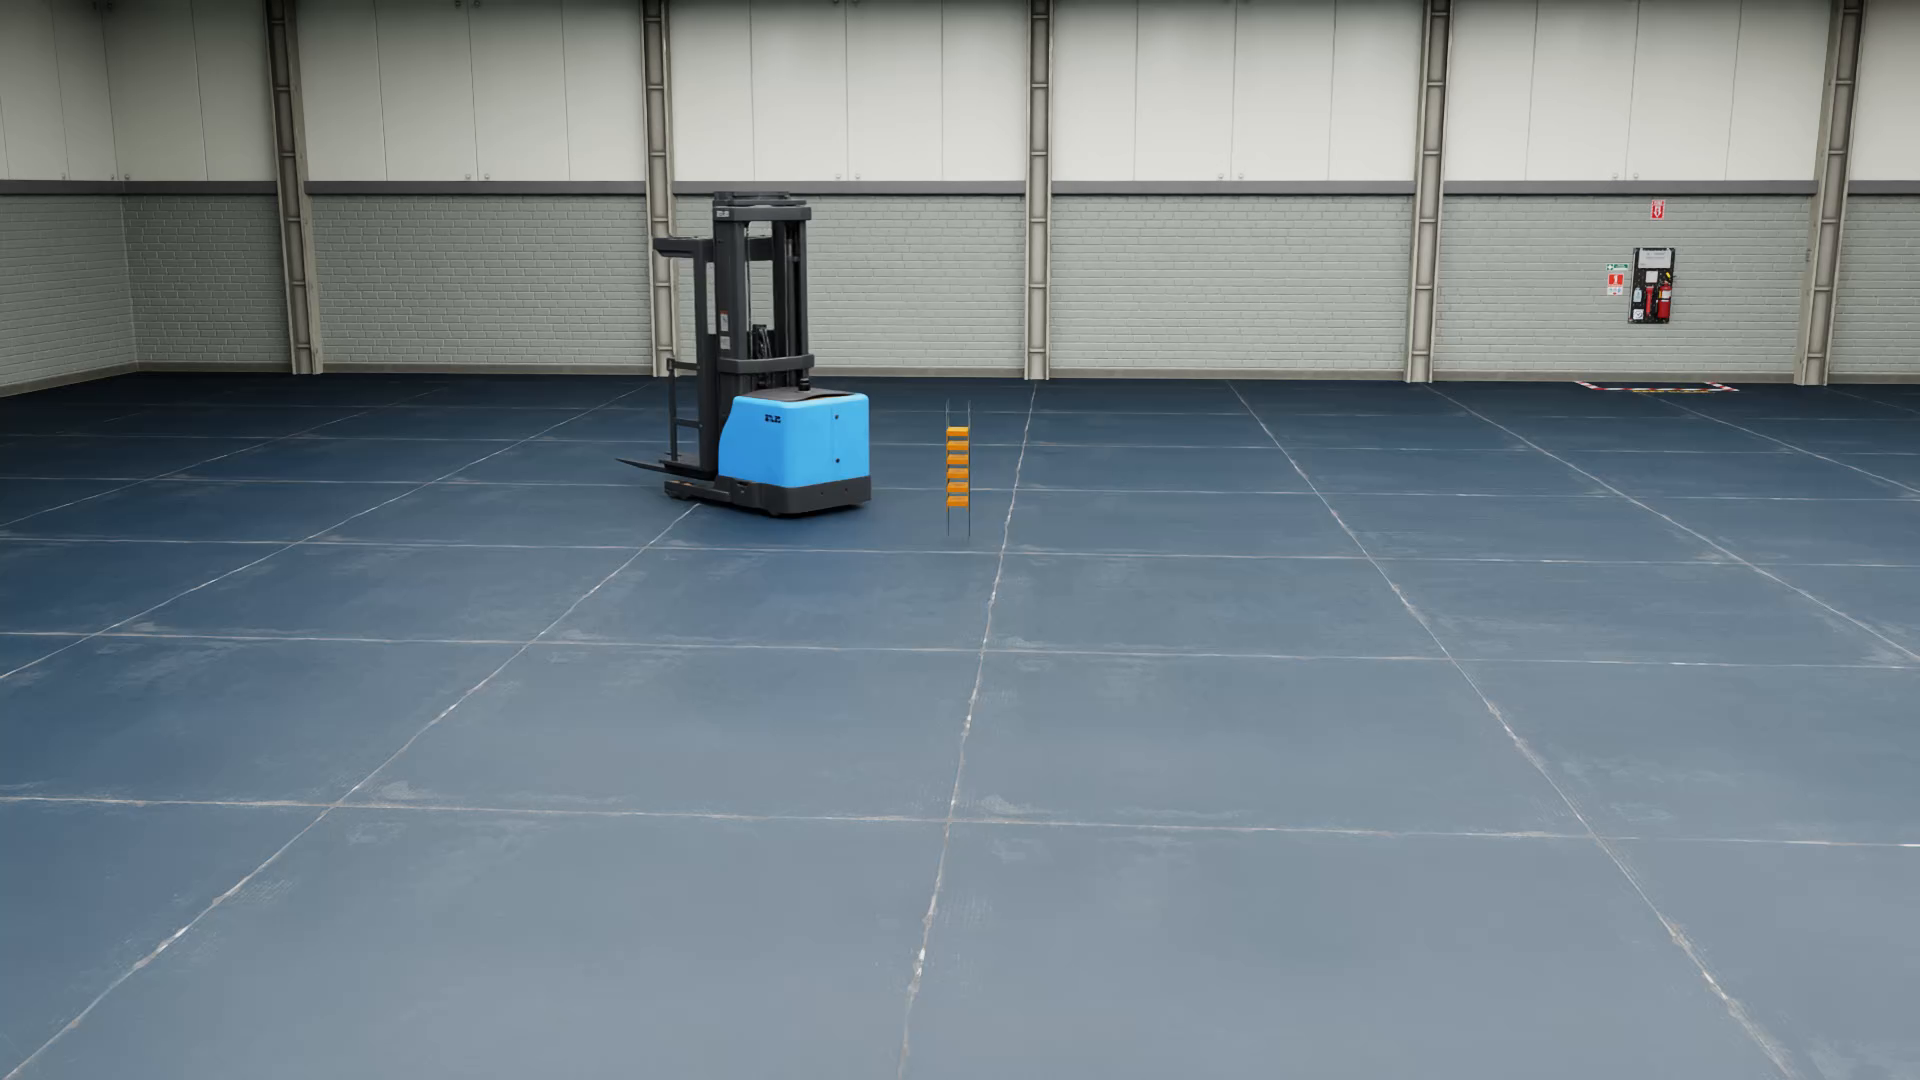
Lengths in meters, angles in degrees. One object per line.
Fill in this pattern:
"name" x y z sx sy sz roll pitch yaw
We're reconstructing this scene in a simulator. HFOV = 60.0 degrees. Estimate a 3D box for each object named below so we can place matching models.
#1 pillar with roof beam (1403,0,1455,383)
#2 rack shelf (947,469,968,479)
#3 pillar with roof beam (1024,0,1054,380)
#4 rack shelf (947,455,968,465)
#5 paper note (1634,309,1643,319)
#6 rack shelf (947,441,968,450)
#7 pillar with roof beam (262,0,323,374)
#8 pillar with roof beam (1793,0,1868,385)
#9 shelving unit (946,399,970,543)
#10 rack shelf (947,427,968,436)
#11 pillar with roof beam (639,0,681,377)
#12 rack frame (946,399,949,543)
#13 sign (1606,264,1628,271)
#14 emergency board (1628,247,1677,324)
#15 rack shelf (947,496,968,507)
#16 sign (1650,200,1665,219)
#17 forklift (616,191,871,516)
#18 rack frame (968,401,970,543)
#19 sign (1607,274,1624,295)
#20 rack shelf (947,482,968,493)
"pillar with roof beam" 6.930 -6.028 21.107 0.400 9.000 9.100 1 12 4
"rack shelf" -0.014 -0.544 14.155 0.180 0.103 0.258 1 12 4
"pillar with roof beam" 0.943 -6.110 21.500 0.400 9.000 9.100 1 12 4
"rack shelf" -0.014 -0.661 14.131 0.180 0.103 0.258 1 12 4
"paper note" 10.569 -3.516 25.902 0.142 0.148 0.016 1 12 4
"rack shelf" -0.014 -0.779 14.106 0.180 0.103 0.258 1 12 4
"pillar with roof beam" -11.030 -6.274 22.285 0.400 9.000 9.100 1 12 4
"pillar with roof beam" 12.916 -5.946 20.715 0.400 9.000 9.100 1 12 4
"shelving unit" -0.014 -0.587 14.146 0.189 1.200 0.258 1 12 4
"rack shelf" -0.014 -0.896 14.082 0.180 0.103 0.258 1 12 4
"pillar with roof beam" -5.043 -6.192 21.892 0.400 9.000 9.100 1 12 4
"rack frame" -0.106 -0.589 14.152 0.006 1.200 0.240 1 12 4
"sign" 10.200 -4.234 25.803 0.331 0.109 0.001 1 12 4
"emergency board" 10.741 -3.931 25.733 0.643 1.169 0.194 1 12 4
"rack shelf" -0.014 -0.309 14.204 0.180 0.103 0.258 1 12 4
"sign" 10.739 -5.086 25.593 0.199 0.298 0.001 1 12 4
"forklift" -2.243 -1.887 16.129 3.031 2.935 1.130 11 16 43
"rack frame" 0.077 -0.586 14.140 0.006 1.200 0.240 1 12 4
"sign" 10.196 -3.977 25.866 0.234 0.329 0.001 1 12 4
"rack shelf" -0.014 -0.427 14.180 0.180 0.103 0.258 1 12 4
